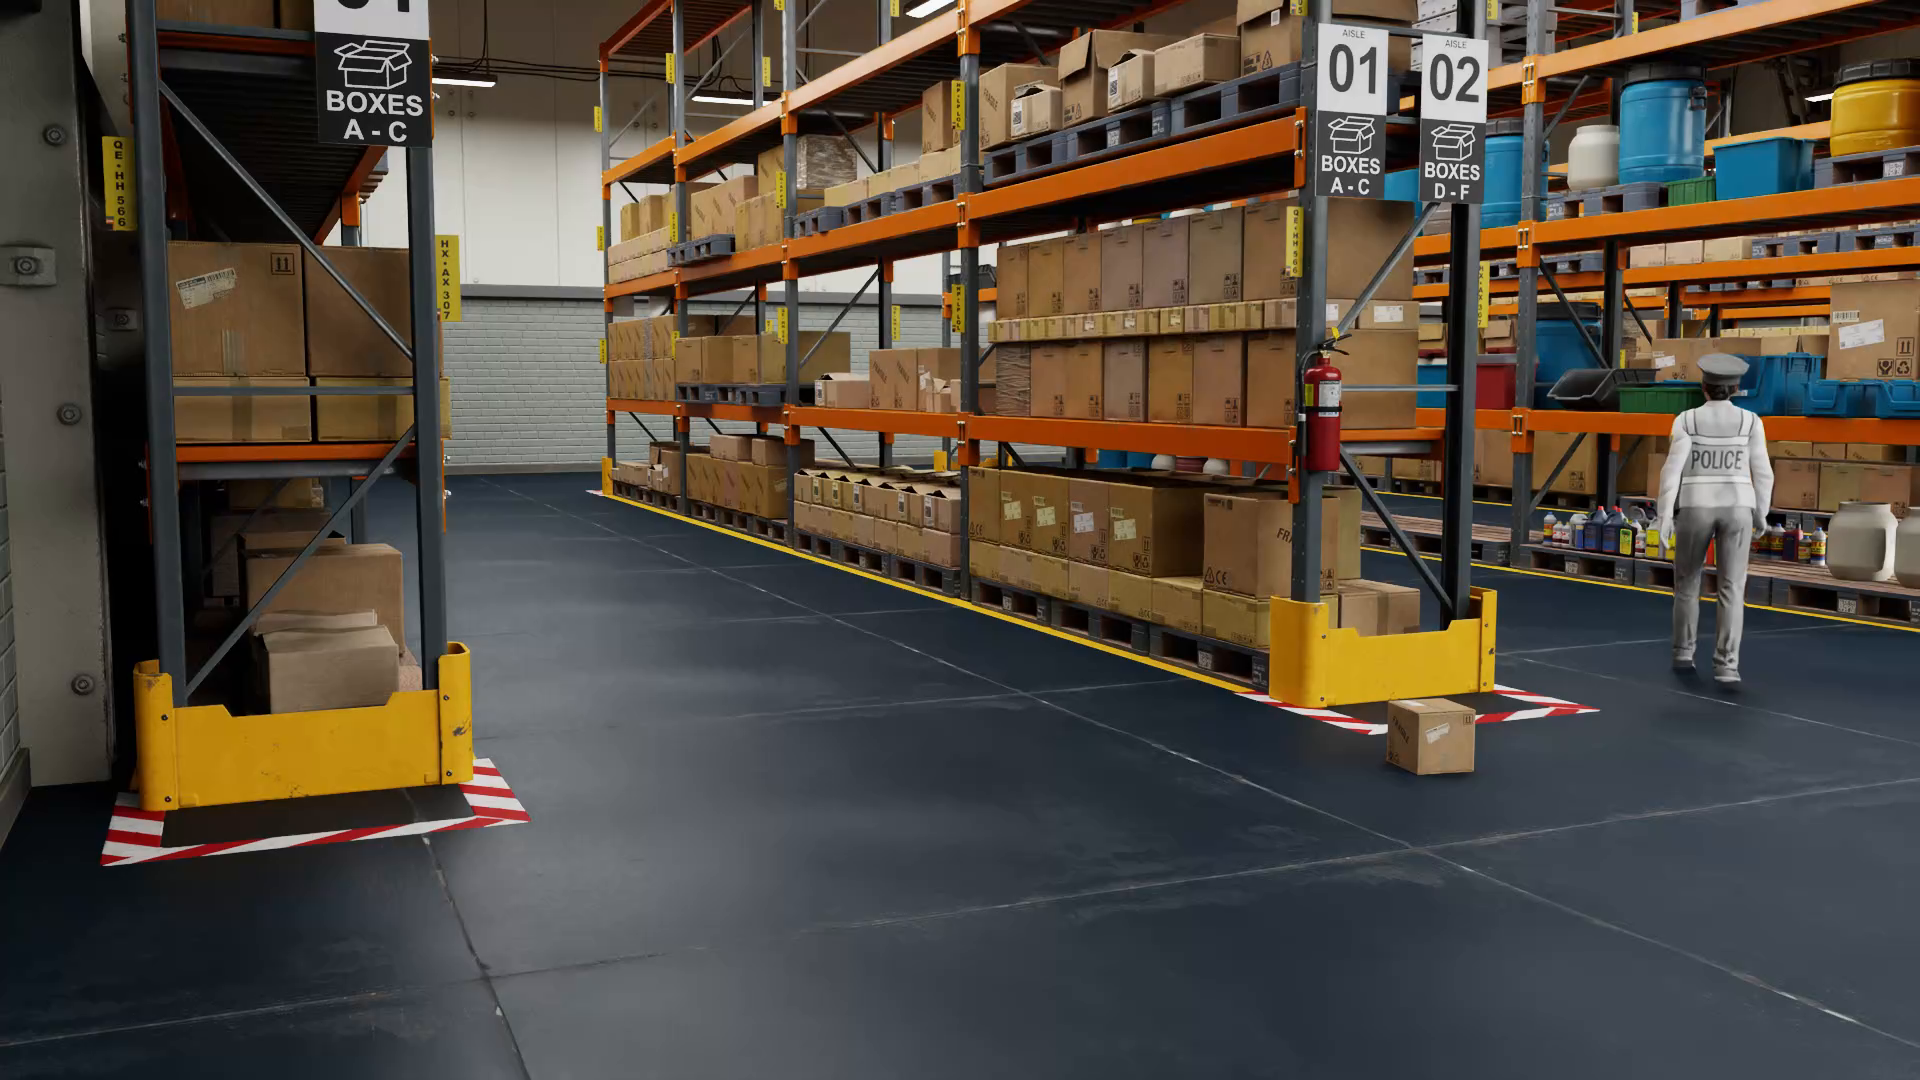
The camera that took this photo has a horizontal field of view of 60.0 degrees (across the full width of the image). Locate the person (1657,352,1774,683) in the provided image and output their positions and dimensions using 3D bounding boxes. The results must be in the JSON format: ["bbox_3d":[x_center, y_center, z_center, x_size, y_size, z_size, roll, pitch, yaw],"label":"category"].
[{"bbox_3d":[3.861,-0.106,8.521,0.539,1.700,0.838,2,6,22],"label":"person"}]
